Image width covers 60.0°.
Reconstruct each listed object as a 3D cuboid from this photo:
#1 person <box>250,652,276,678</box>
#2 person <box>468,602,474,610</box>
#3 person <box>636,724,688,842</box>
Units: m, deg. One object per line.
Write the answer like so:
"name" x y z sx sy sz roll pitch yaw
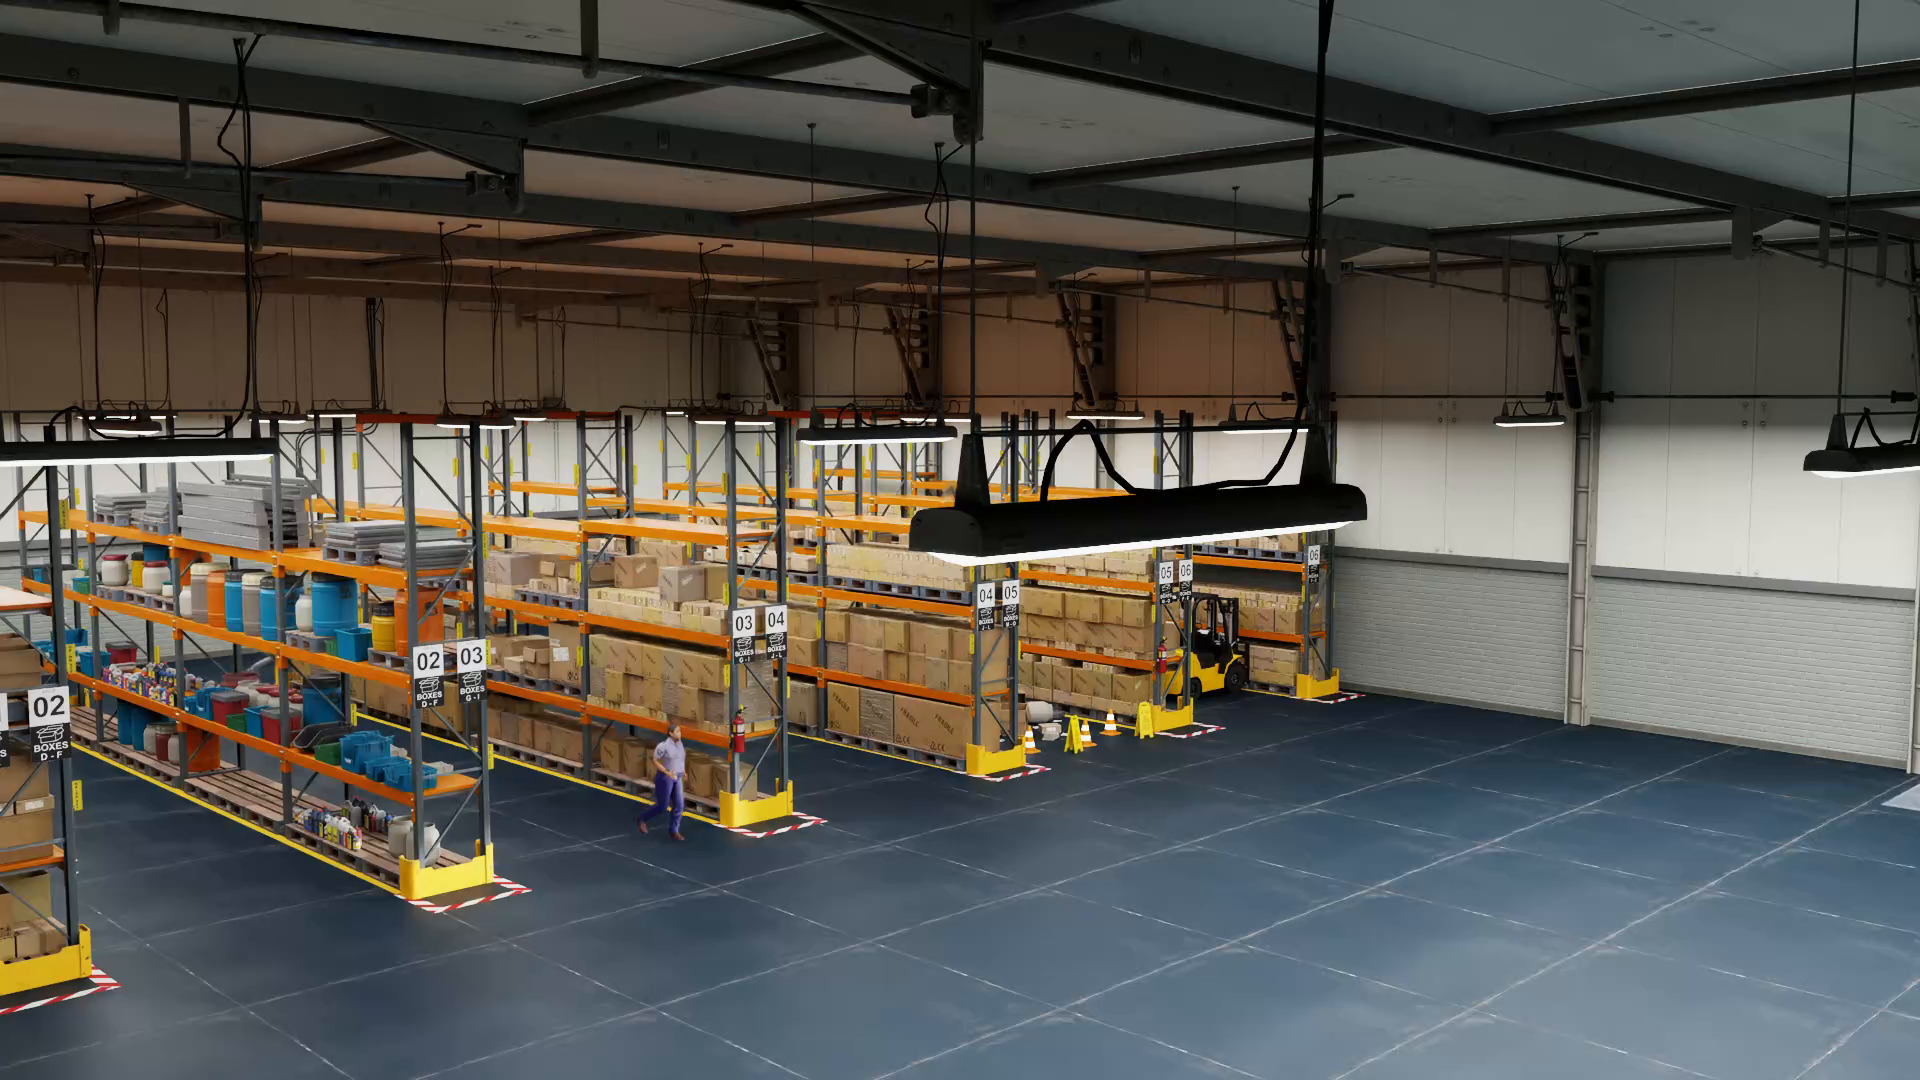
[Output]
"person" -15.266 2.255 36.858 0.897 1.748 0.668 -3 6 -34
"person" -11.699 2.096 39.615 0.665 1.615 0.542 2 5 24
"person" -4.187 3.455 23.929 0.780 1.625 0.703 3 6 32
